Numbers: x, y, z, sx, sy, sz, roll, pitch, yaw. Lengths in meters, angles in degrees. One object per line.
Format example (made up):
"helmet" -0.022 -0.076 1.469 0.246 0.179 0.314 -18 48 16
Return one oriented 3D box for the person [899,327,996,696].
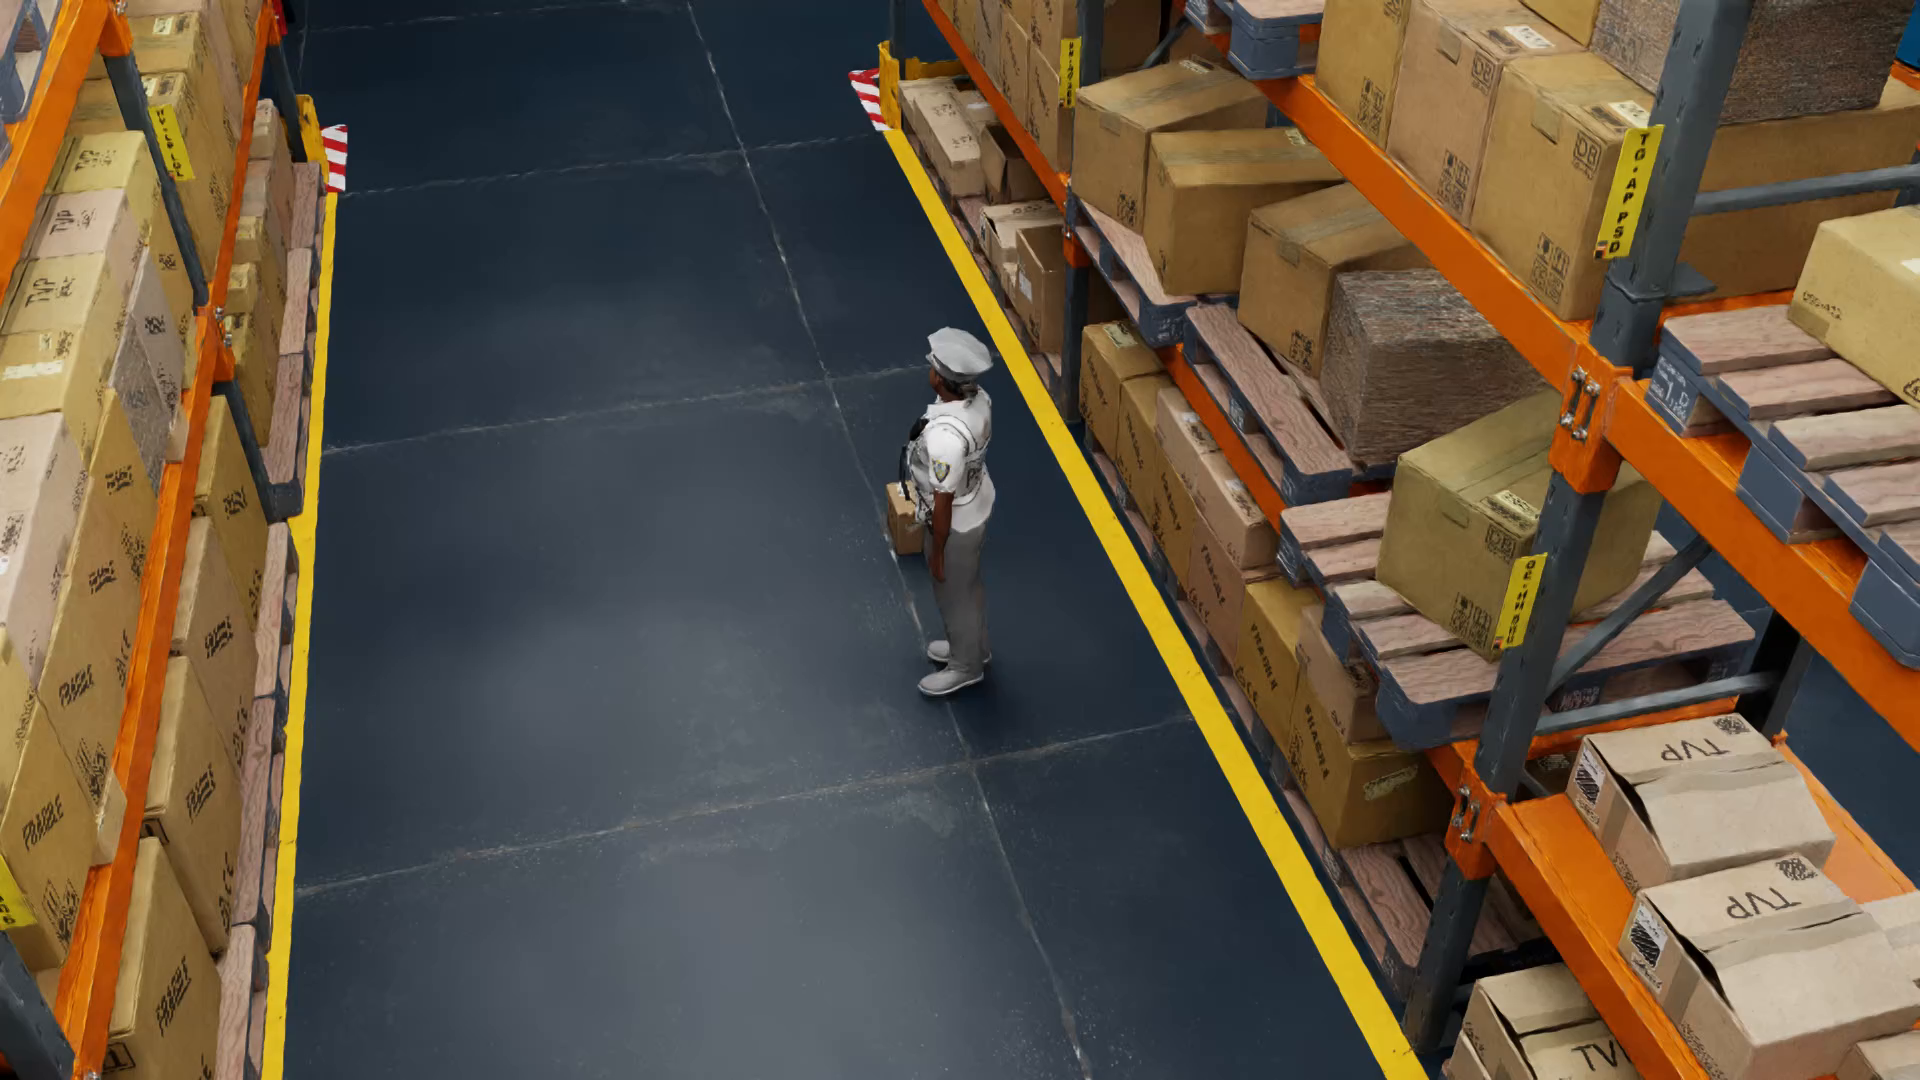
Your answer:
"person" -0.039 -0.097 6.796 0.350 1.681 0.501 9 39 11
